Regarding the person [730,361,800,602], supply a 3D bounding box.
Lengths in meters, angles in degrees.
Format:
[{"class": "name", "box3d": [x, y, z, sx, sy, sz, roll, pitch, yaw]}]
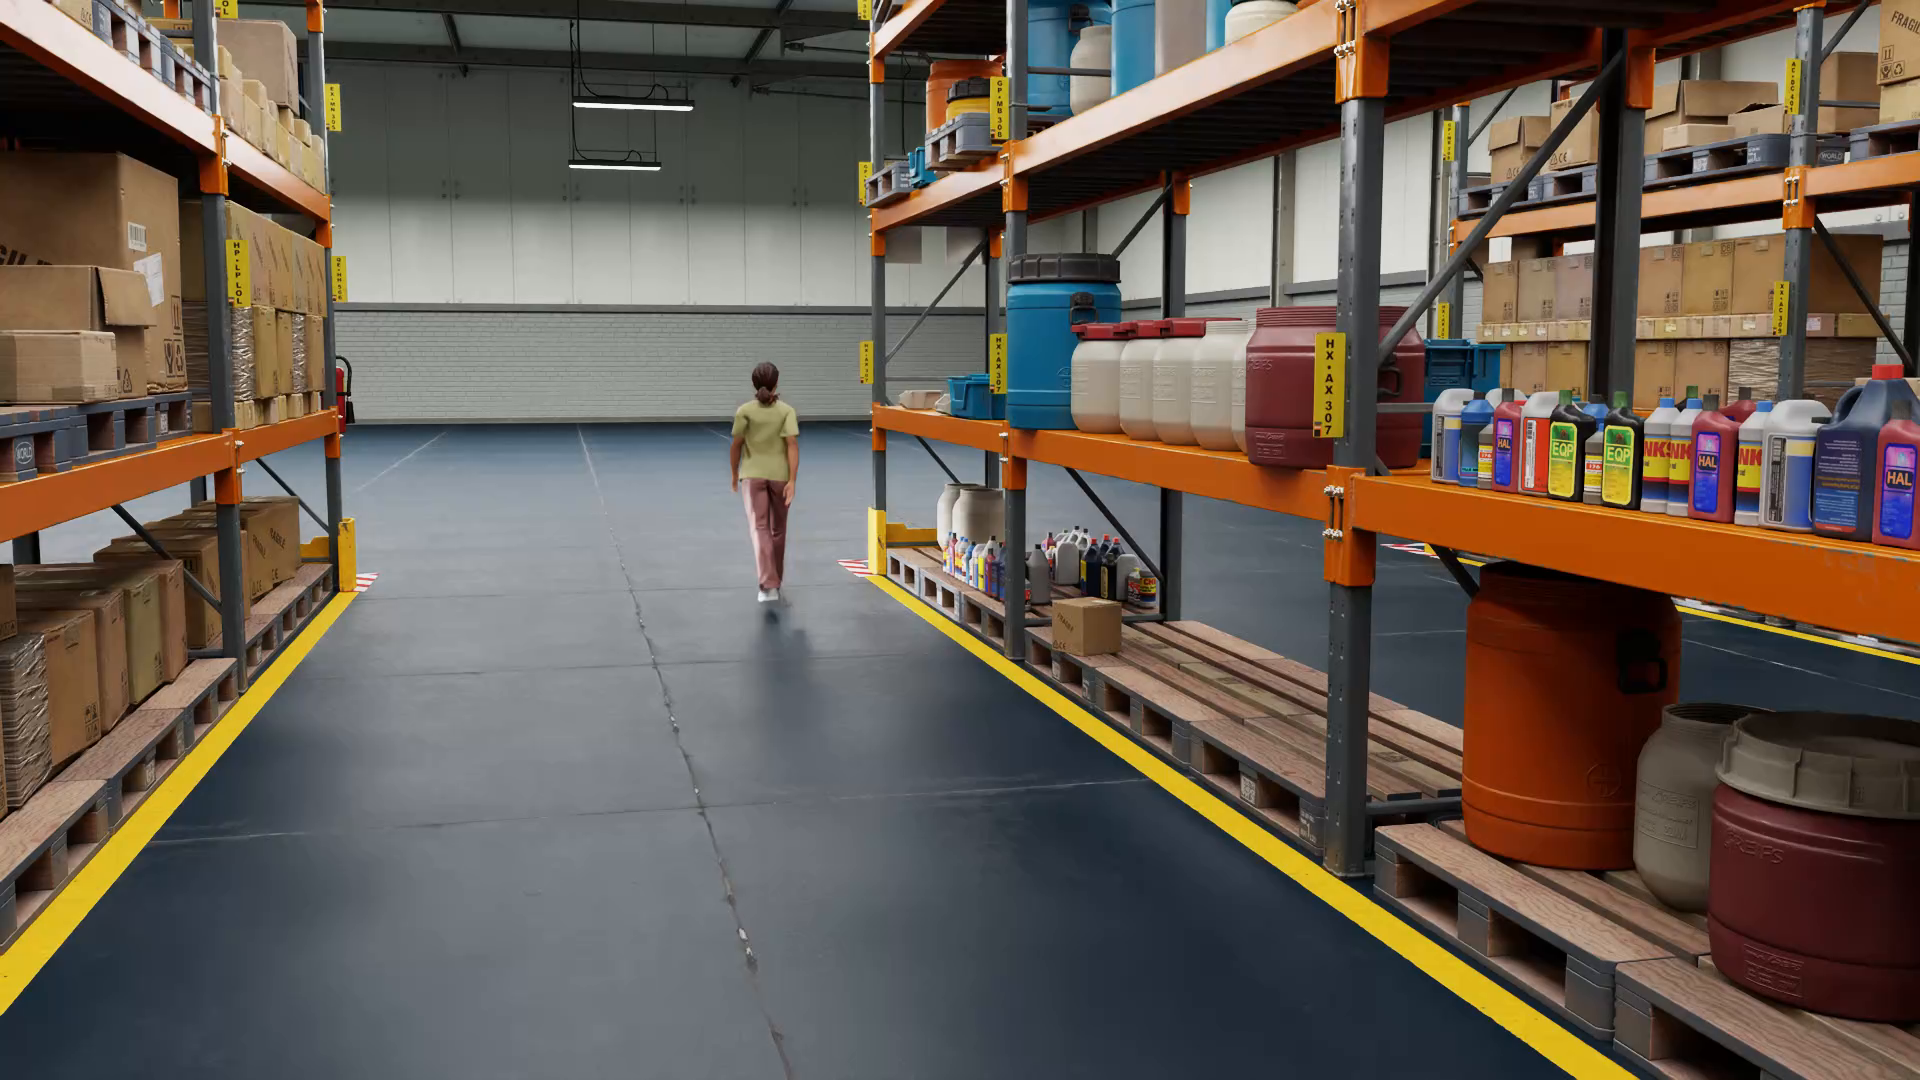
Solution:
[{"class": "person", "box3d": [-1.348, -0.411, 11.358, 0.453, 1.609, 1.024, -2, 6, -15]}]
